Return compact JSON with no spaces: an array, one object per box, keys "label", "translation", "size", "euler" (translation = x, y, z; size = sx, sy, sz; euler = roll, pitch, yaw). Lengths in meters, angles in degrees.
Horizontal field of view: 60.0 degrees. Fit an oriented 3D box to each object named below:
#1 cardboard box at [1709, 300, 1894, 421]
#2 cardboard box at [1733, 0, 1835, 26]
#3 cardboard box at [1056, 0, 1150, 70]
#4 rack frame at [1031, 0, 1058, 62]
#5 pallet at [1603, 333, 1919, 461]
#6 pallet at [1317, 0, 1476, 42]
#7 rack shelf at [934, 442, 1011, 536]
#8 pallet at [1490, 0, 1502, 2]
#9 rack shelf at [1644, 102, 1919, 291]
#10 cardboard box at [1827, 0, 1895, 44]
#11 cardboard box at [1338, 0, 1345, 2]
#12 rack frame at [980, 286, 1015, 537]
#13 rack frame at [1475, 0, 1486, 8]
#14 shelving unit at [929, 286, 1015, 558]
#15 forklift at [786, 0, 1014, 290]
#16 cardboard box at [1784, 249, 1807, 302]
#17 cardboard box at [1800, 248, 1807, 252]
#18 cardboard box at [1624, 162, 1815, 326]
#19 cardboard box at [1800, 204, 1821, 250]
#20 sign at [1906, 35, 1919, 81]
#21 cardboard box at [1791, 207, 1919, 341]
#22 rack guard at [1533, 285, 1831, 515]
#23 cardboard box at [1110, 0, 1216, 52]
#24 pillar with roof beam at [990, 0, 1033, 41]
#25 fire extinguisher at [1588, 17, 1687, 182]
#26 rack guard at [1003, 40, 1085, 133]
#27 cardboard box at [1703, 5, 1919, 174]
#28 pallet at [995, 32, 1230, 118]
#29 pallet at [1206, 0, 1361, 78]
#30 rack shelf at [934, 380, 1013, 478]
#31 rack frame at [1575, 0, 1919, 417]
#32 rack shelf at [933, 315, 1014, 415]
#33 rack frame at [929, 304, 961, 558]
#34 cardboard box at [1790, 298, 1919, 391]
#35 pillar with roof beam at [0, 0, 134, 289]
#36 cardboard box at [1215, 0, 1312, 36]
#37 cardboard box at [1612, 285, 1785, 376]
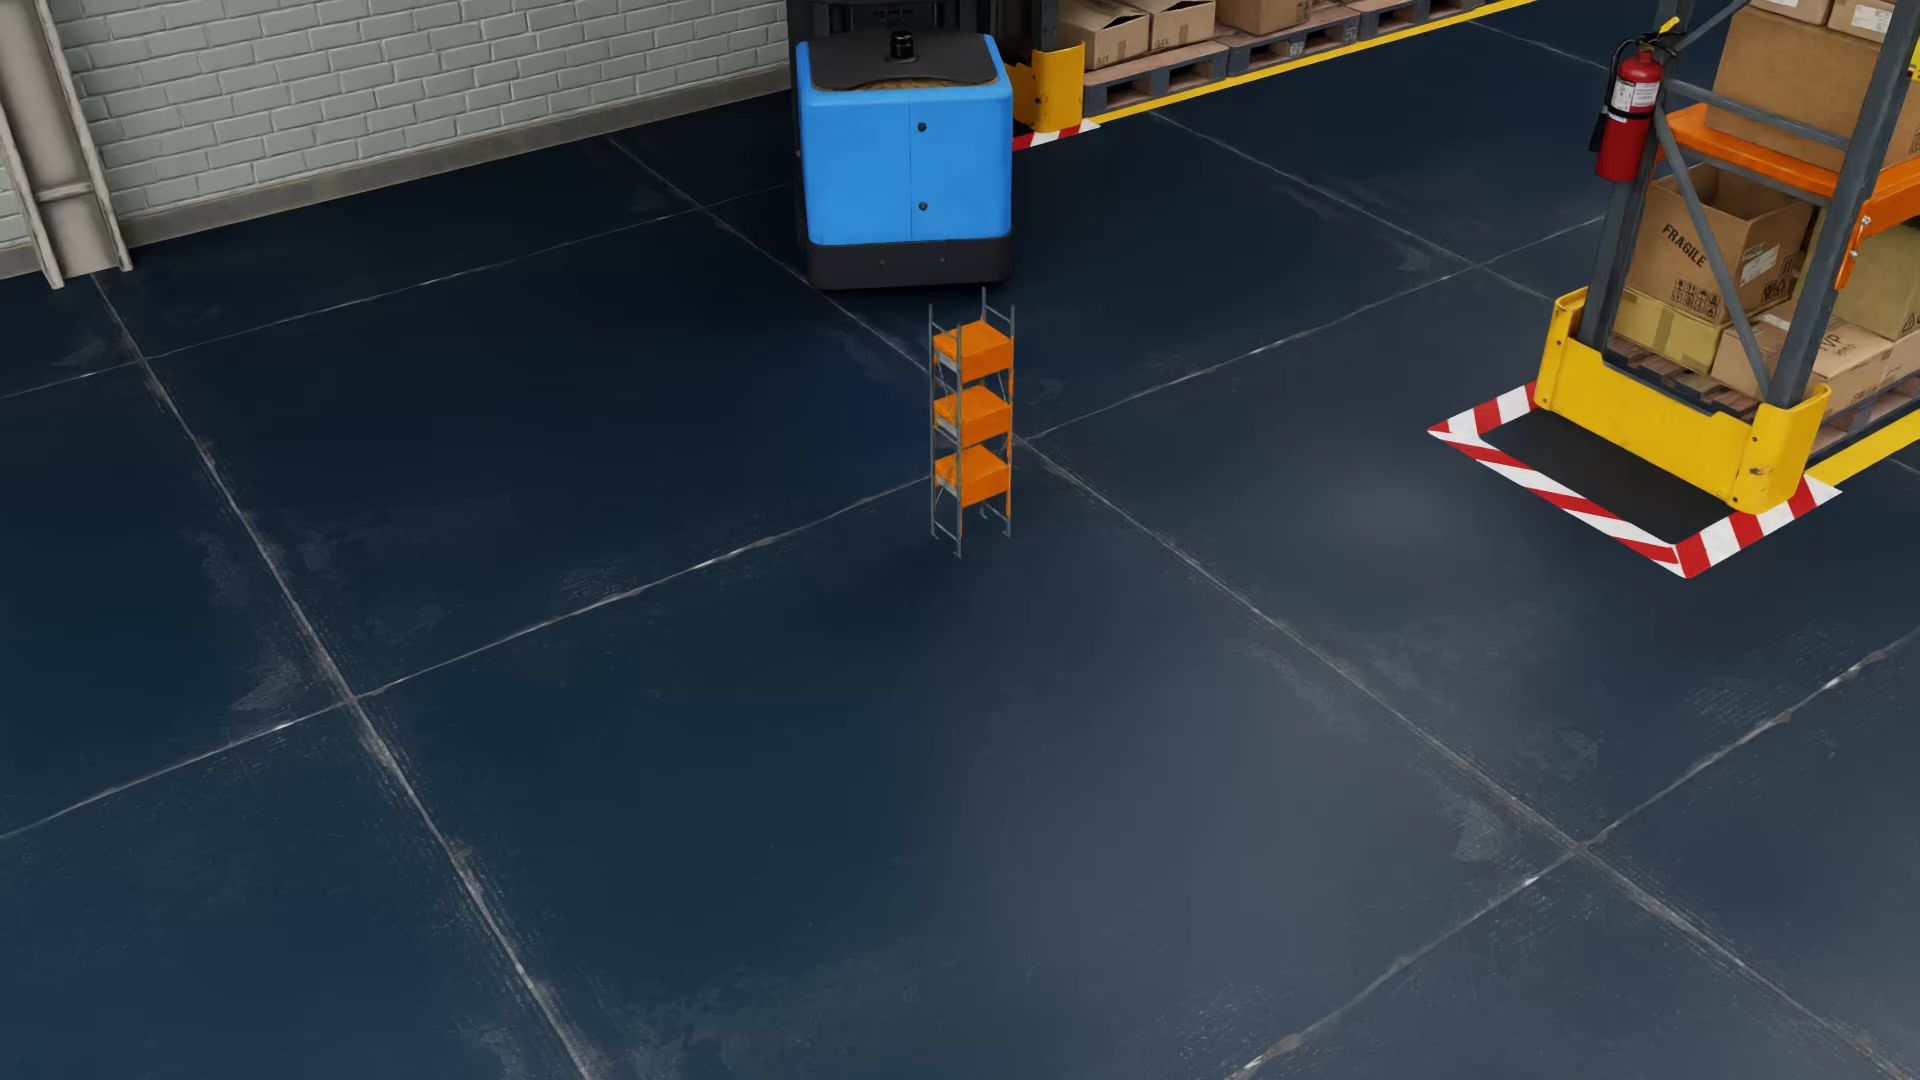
[{"label":"cardboard box","translation":[3.670,-0.781,7.262],"size":[0.500,0.250,0.500],"euler":[-22,41,-28]},{"label":"cardboard box","translation":[3.306,-2.176,6.565],"size":[0.250,0.149,0.380],"euler":[-23,42,-29]},{"label":"cardboard box","translation":[0.864,-3.292,10.684],"size":[0.500,0.311,0.500],"euler":[-28,44,-33]},{"label":"rack frame","translation":[0.247,-4.015,9.764],"size":[0.127,3.000,1.000],"euler":[-22,41,-28]},{"label":"pallet","translation":[3.705,-0.797,7.678],"size":[1.213,0.211,1.003],"euler":[-22,41,-28]},{"label":"pallet","translation":[2.988,-3.986,12.111],"size":[1.213,0.211,1.003],"euler":[-22,41,-28]},{"label":"rack shelf","translation":[0.044,-0.210,6.637],"size":[0.240,0.259,0.215],"euler":[-22,41,-28]},{"label":"pallet","translation":[4.152,-4.491,12.814],"size":[1.213,0.211,1.003],"euler":[-22,41,-28]},{"label":"rack shelf","translation":[4.738,-2.033,7.624],"size":[4.000,0.370,1.077],"euler":[-22,41,-28]},{"label":"cardboard box","translation":[3.548,-1.985,6.300],"size":[0.250,0.149,0.380],"euler":[-23,41,-28]},{"label":"cardboard box","translation":[2.691,-4.156,11.724],"size":[0.500,0.500,0.500],"euler":[-26,43,-31]},{"label":"rack frame","translation":[0.143,-0.485,6.526],"size":[0.008,1.050,0.200],"euler":[-22,41,-28]},{"label":"rack frame","translation":[3.516,-5.361,11.634],"size":[0.127,3.000,1.000],"euler":[-22,41,-28]},{"label":"shelving unit","translation":[0.044,-0.444,6.468],"size":[0.252,1.050,0.215],"euler":[-22,41,-28]},{"label":"forklift","translation":[-0.409,-3.296,8.823],"size":[1.130,2.935,3.031],"euler":[-4,36,-5]},{"label":"cardboard box","translation":[3.773,-1.202,7.847],"size":[0.500,0.250,0.500],"euler":[-22,41,-28]},{"label":"cardboard box","translation":[4.181,-1.371,8.082],"size":[0.500,0.250,0.500],"euler":[-22,41,-28]},{"label":"cardboard box","translation":[3.370,-1.333,7.388],"size":[0.500,0.500,0.500],"euler":[-22,41,-28]},{"label":"cardboard box","translation":[4.179,-1.677,7.865],"size":[0.500,0.500,0.500],"euler":[-22,41,-28]},{"label":"sign","translation":[3.418,-1.769,5.831],"size":[0.005,0.325,0.100],"euler":[-22,41,-28]},{"label":"cardboard box","translation":[4.078,-1.254,7.278],"size":[0.500,0.500,0.500],"euler":[-22,41,-28]},{"label":"rack guard","translation":[3.084,-0.629,7.197],"size":[0.348,0.500,1.175],"euler":[-22,41,-28]},{"label":"cardboard box","translation":[1.330,-3.484,10.951],"size":[0.500,0.311,0.500],"euler":[-19,40,-24]},{"label":"pillar with roof beam","translation":[2.801,-5.044,6.057],"size":[0.400,9.000,9.100],"euler":[-22,41,-28]},{"label":"fire extinguisher","translation":[2.739,-1.803,6.754],"size":[0.183,0.674,0.296],"euler":[-22,41,-28]},{"label":"rack guard","translation":[0.309,-3.026,10.529],"size":[0.348,0.500,1.175],"euler":[-22,41,-28]},{"label":"cardboard box","translation":[3.493,-1.844,6.659],"size":[0.500,0.500,0.700],"euler":[-22,41,-28]},{"label":"pallet","translation":[0.993,-3.165,10.970],"size":[1.213,0.211,1.003],"euler":[-22,41,-28]},{"label":"pallet","translation":[1.990,-3.573,11.537],"size":[1.213,0.211,1.003],"euler":[-22,41,-28]},{"label":"rack shelf","translation":[0.044,-0.436,6.475],"size":[0.240,0.259,0.215],"euler":[-22,41,-28]},{"label":"rack frame","translation":[3.104,-1.652,6.478],"size":[0.127,3.000,1.000],"euler":[-22,41,-28]},{"label":"rack shelf","translation":[0.044,-0.666,6.309],"size":[0.240,0.259,0.215],"euler":[-22,41,-28]},{"label":"rack frame","translation":[-0.056,-0.403,6.411],"size":[0.008,1.050,0.200],"euler":[-22,41,-28]},{"label":"cardboard box","translation":[4.077,-0.951,7.498],"size":[0.500,0.250,0.500],"euler":[-22,41,-28]},{"label":"pillar with roof beam","translation":[-2.104,-3.026,3.251],"size":[0.400,9.000,9.100],"euler":[-22,41,-28]},{"label":"cardboard box","translation":[1.959,-3.783,11.206],"size":[0.500,0.500,0.700],"euler":[-25,43,-31]},{"label":"cardboard box","translation":[3.372,-1.028,7.605],"size":[0.500,0.250,0.500],"euler":[-22,41,-28]}]
